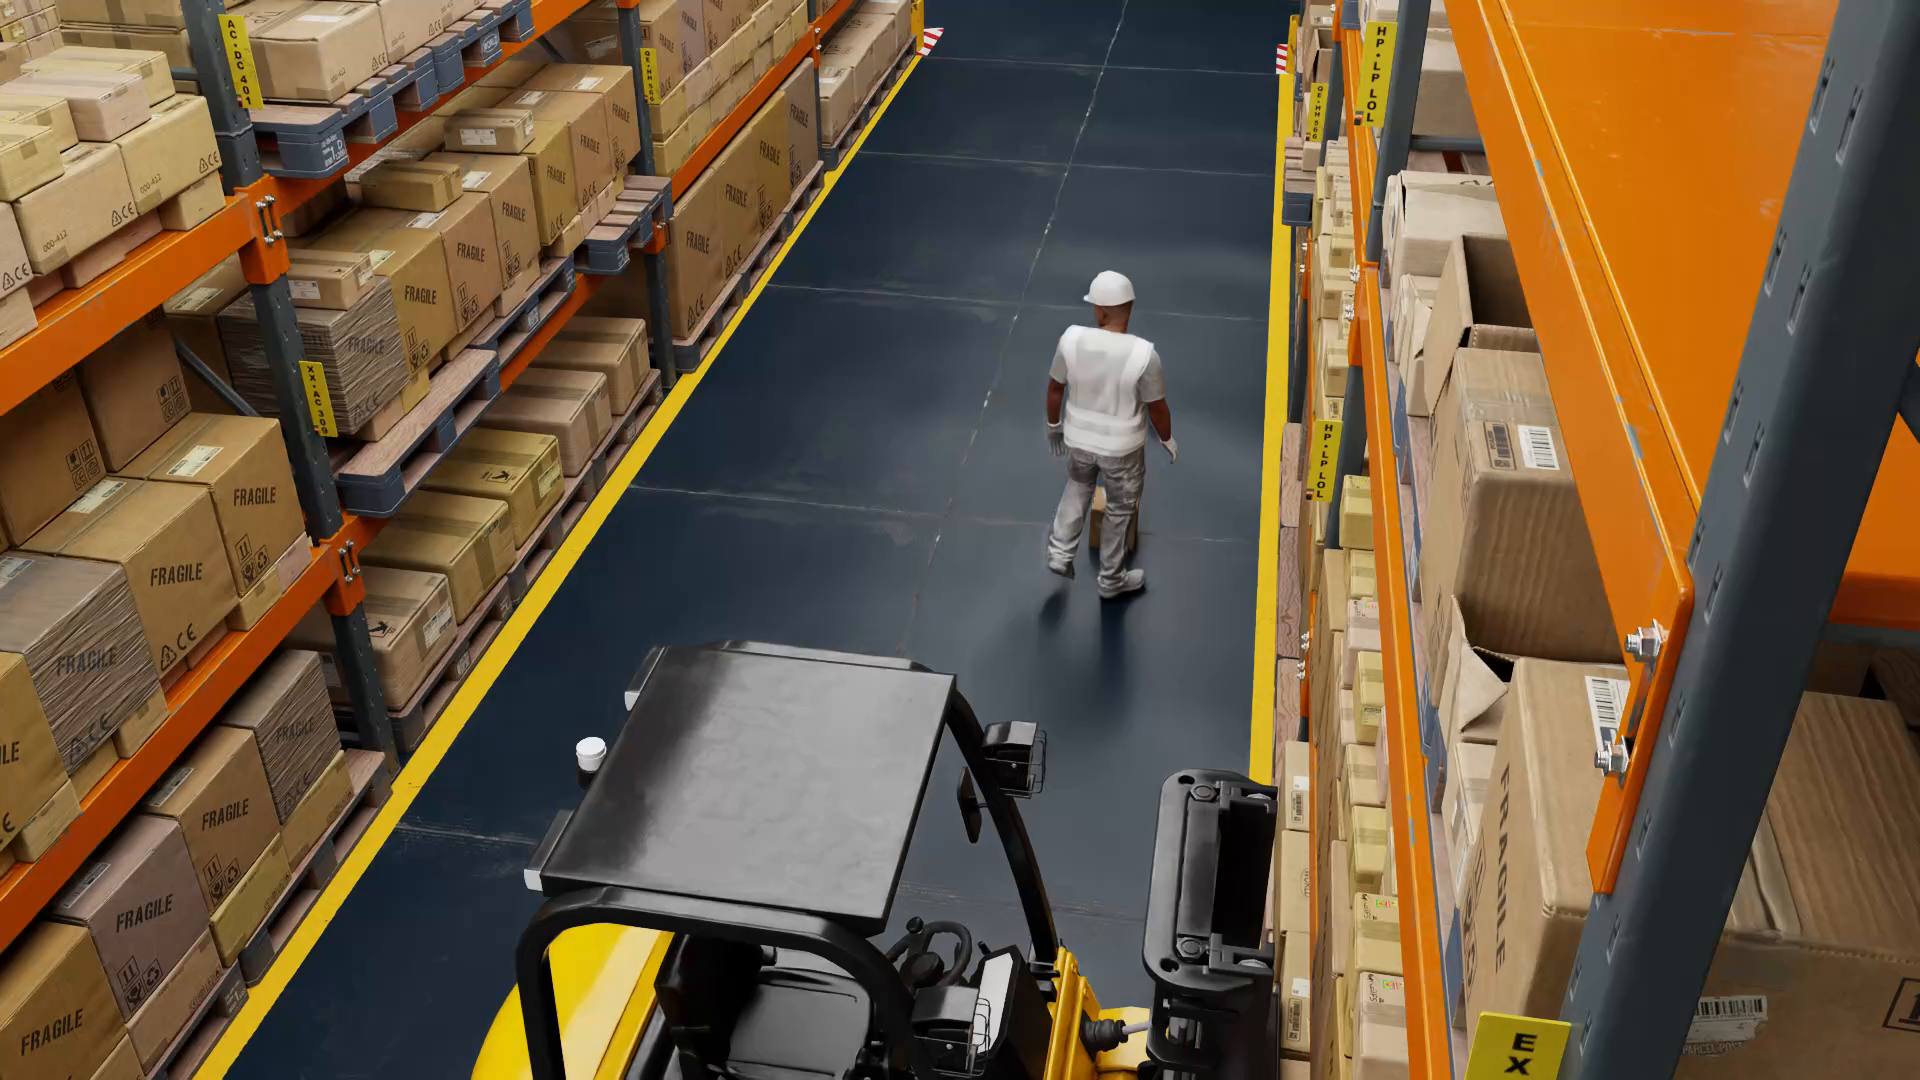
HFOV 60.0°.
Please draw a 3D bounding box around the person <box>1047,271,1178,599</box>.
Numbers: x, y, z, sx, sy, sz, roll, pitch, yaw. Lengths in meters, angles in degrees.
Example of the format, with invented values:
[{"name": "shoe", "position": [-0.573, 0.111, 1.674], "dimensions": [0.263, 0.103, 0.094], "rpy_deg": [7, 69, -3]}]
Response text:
[{"name": "person", "position": [0.750, -0.504, 8.378], "dimensions": [0.621, 1.780, 0.481], "rpy_deg": [18, 37, 27]}]
